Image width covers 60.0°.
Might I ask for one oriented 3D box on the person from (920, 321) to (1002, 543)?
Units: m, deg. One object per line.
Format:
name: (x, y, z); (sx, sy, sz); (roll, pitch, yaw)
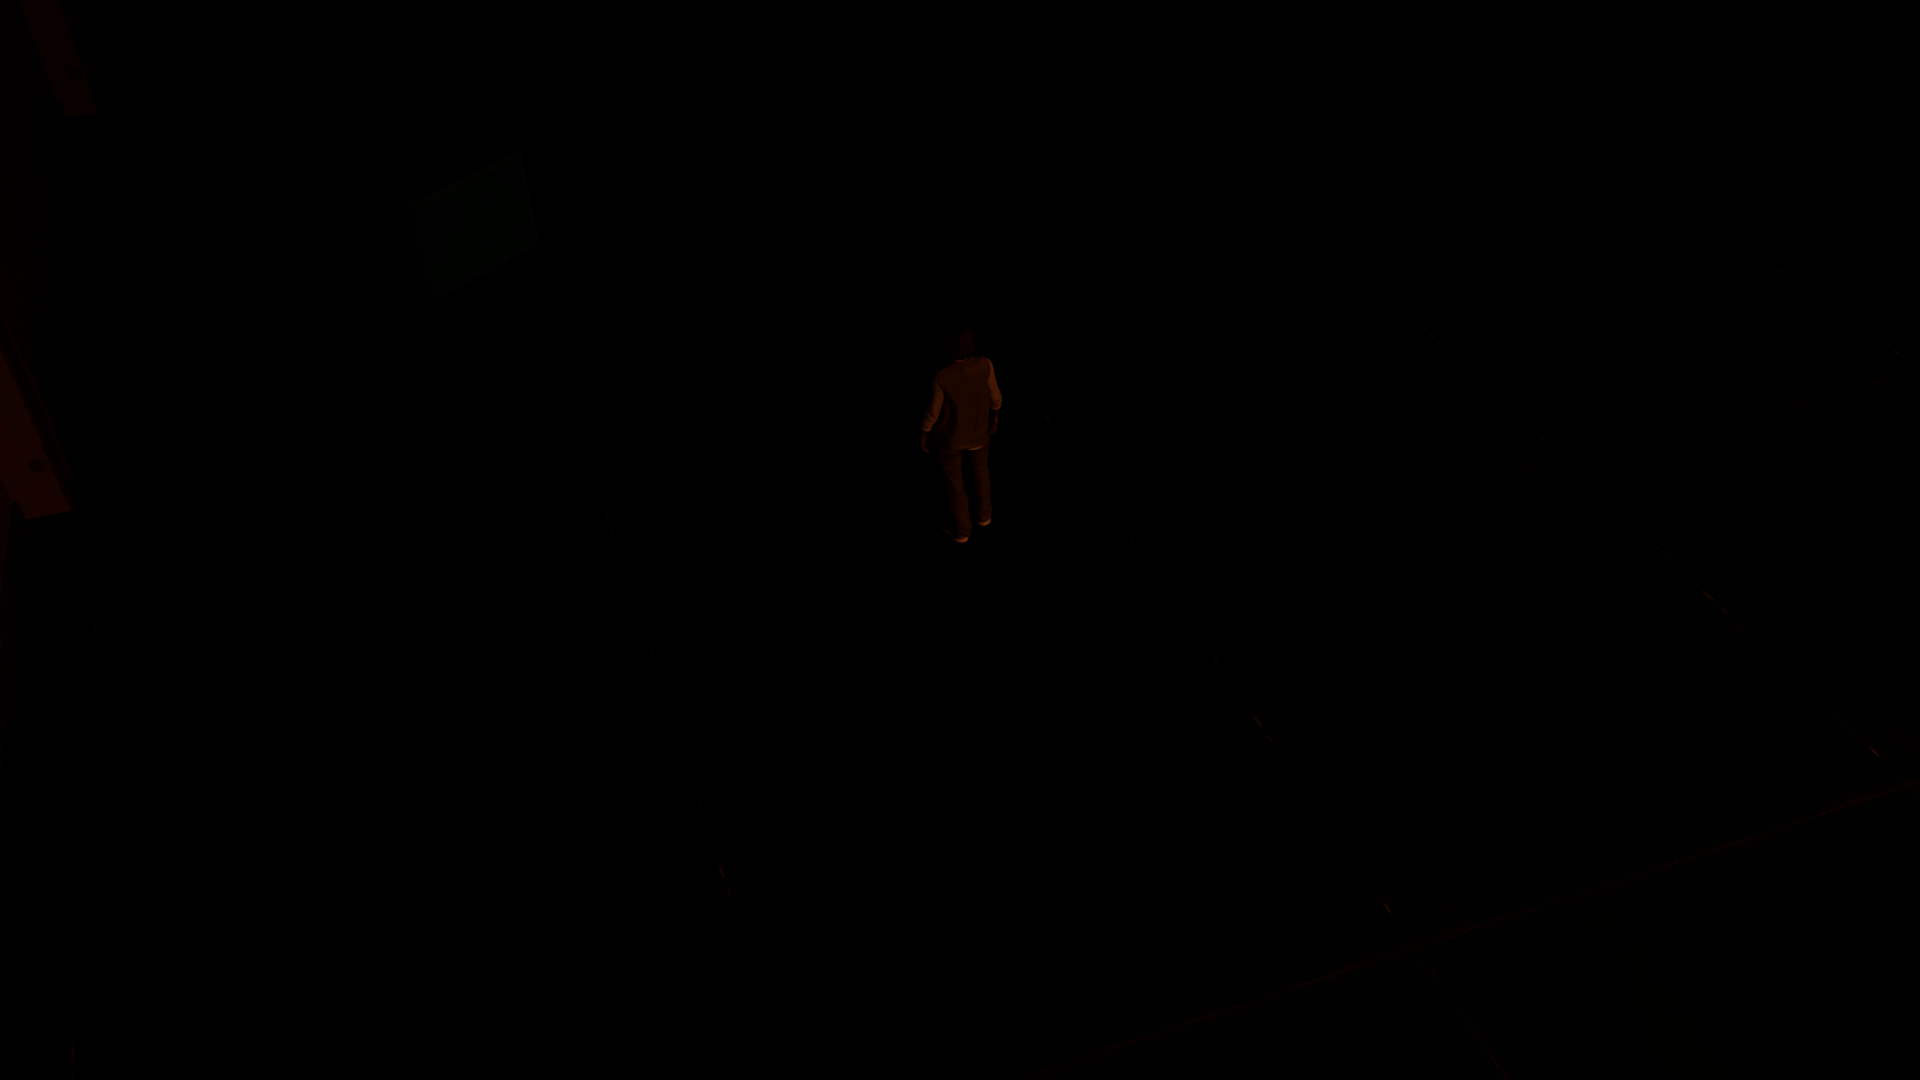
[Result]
person: (-0.012, -0.665, 9.814); (0.520, 1.597, 0.475); (-13, 42, -15)

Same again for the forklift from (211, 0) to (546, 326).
forklift: (-4.621, -3.438, 12.091); (3.031, 2.935, 1.130); (26, 46, 28)
